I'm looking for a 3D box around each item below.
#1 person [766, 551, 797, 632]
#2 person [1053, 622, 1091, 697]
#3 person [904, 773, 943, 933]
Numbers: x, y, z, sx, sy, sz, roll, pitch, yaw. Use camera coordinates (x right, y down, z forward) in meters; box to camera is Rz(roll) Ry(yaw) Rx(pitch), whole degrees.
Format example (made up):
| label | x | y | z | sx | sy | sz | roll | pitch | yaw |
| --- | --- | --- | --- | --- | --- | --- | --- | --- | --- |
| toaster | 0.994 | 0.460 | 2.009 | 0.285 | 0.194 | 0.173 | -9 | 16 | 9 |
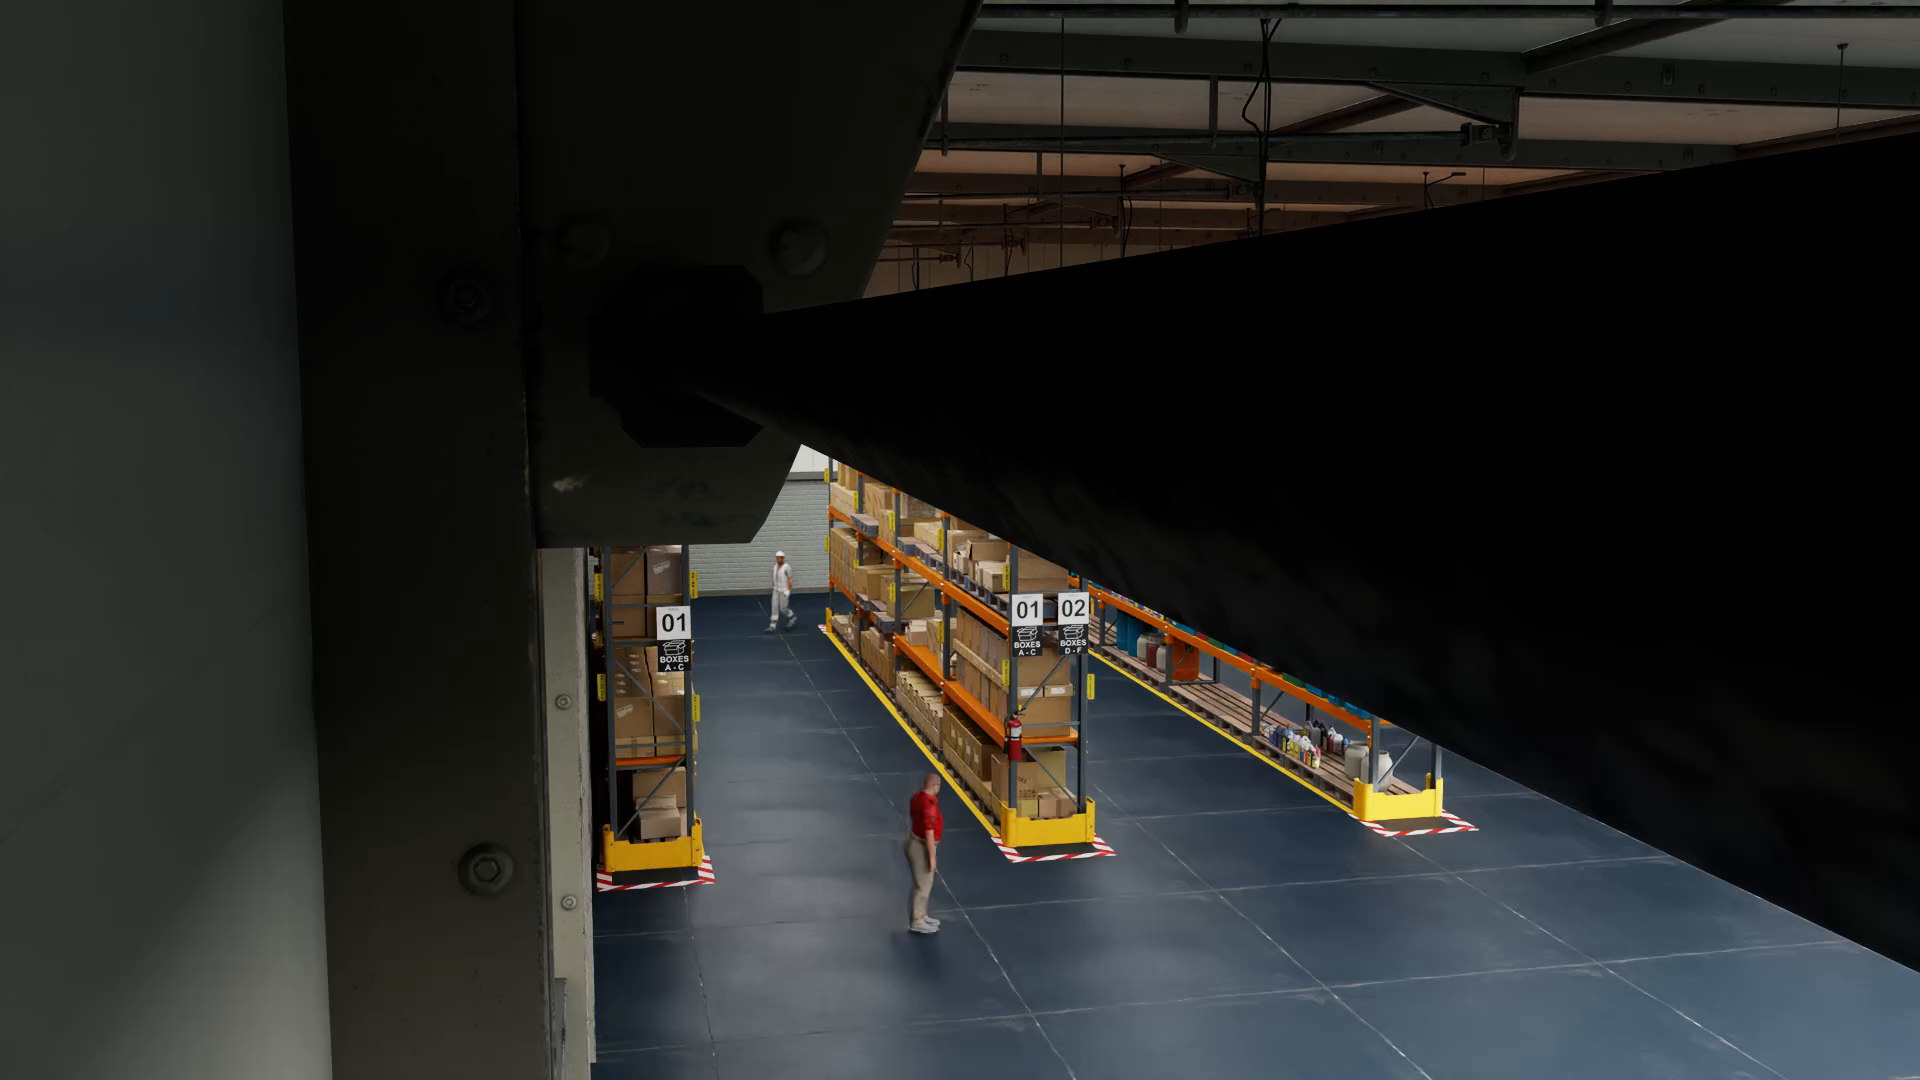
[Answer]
| label | x | y | z | sx | sy | sz | roll | pitch | yaw |
| --- | --- | --- | --- | --- | --- | --- | --- | --- | --- |
| person | -3.923 | 1.121 | 36.556 | 0.859 | 1.768 | 0.648 | -6 | 9 | -43 |
| person | 2.060 | 1.905 | 30.197 | 0.618 | 1.741 | 1.003 | -2 | 7 | -13 |
| person | -0.388 | 3.361 | 17.922 | 0.392 | 1.735 | 0.567 | -2 | 7 | -17 |
